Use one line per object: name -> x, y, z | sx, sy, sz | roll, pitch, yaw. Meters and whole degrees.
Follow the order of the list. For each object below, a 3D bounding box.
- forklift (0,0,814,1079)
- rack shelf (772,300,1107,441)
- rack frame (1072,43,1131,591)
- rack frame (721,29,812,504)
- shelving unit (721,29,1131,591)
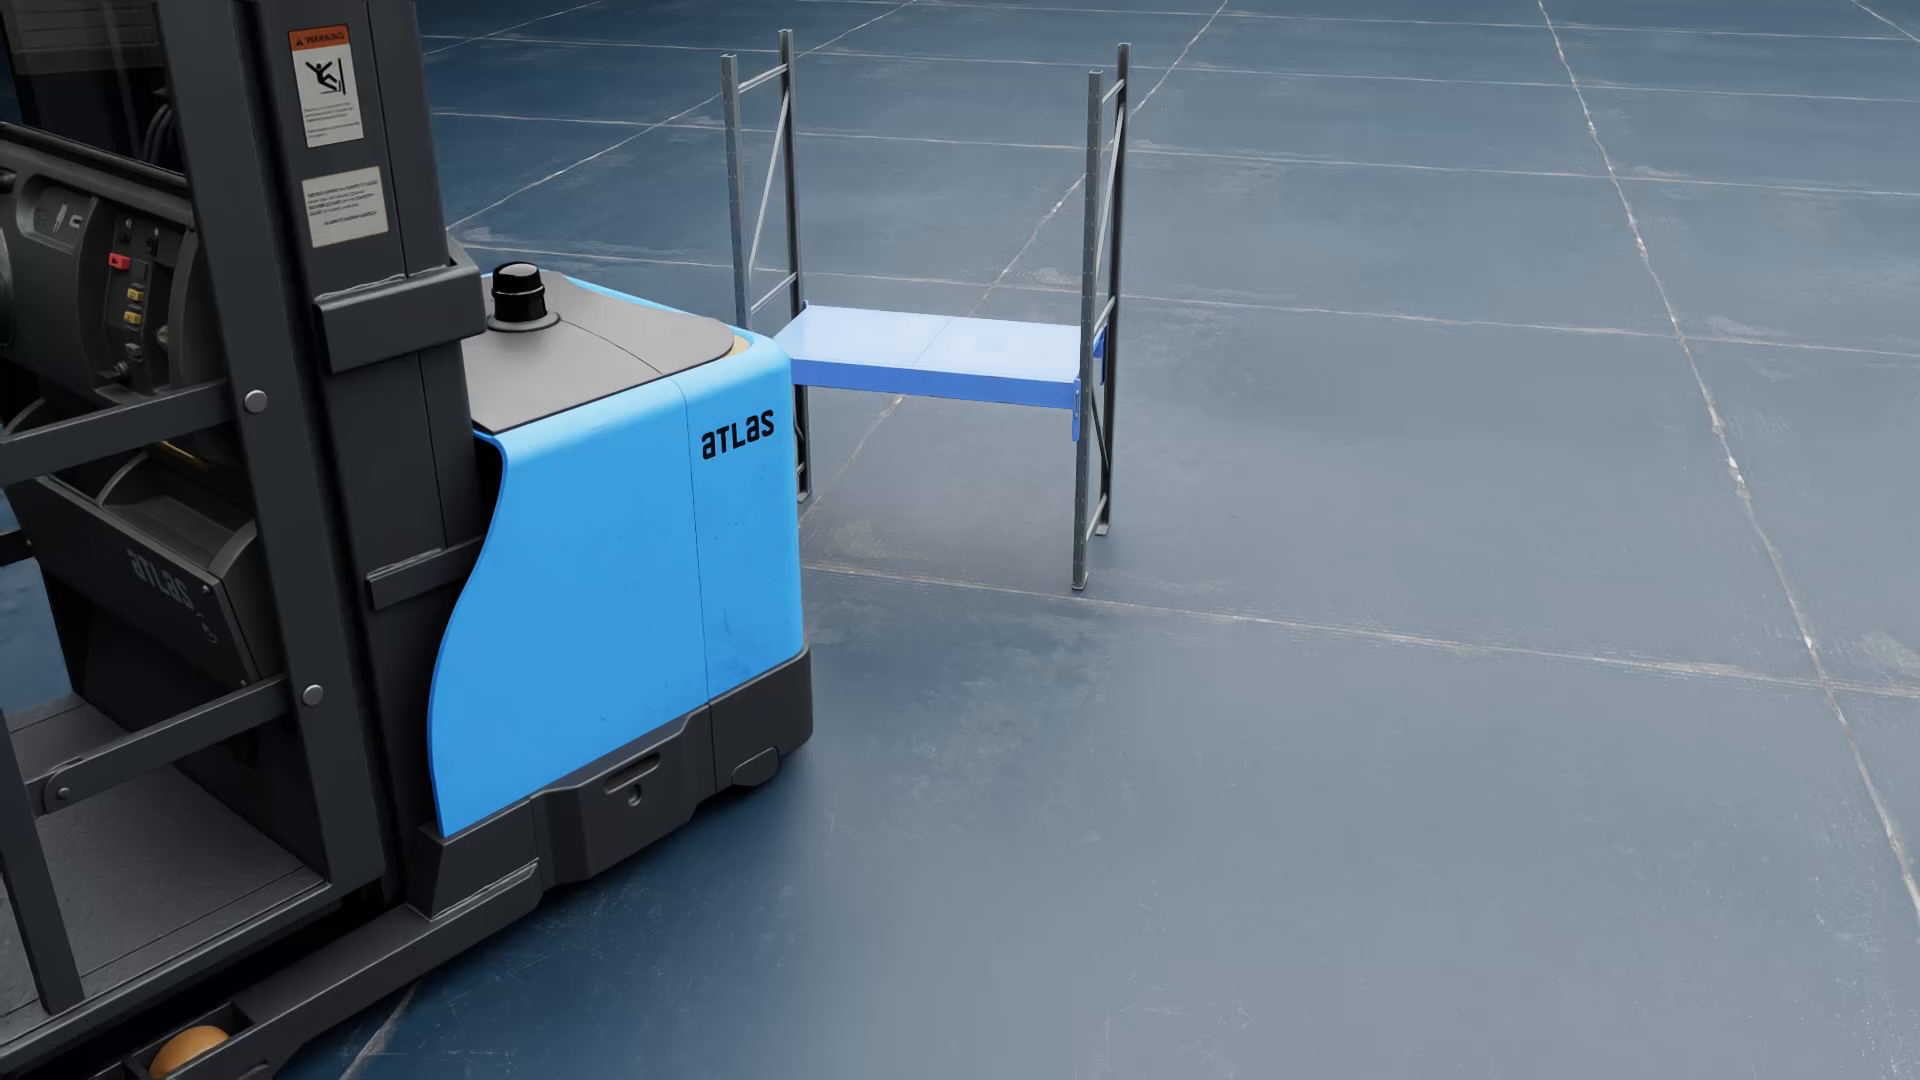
forklift -> -1.702, -0.447, 2.780 | 1.130, 2.935, 3.031 | 20, 32, 36
rack shelf -> -0.083, -0.524, 5.024 | 1.000, 0.185, 0.538 | 6, 26, 13
rack frame -> 0.410, -0.632, 4.832 | 0.032, 1.500, 0.500 | 6, 26, 13
rack frame -> -0.575, -0.741, 5.061 | 0.032, 1.500, 0.500 | 6, 26, 13
shelving unit -> -0.083, -0.686, 4.947 | 1.048, 1.500, 0.538 | 6, 26, 13
